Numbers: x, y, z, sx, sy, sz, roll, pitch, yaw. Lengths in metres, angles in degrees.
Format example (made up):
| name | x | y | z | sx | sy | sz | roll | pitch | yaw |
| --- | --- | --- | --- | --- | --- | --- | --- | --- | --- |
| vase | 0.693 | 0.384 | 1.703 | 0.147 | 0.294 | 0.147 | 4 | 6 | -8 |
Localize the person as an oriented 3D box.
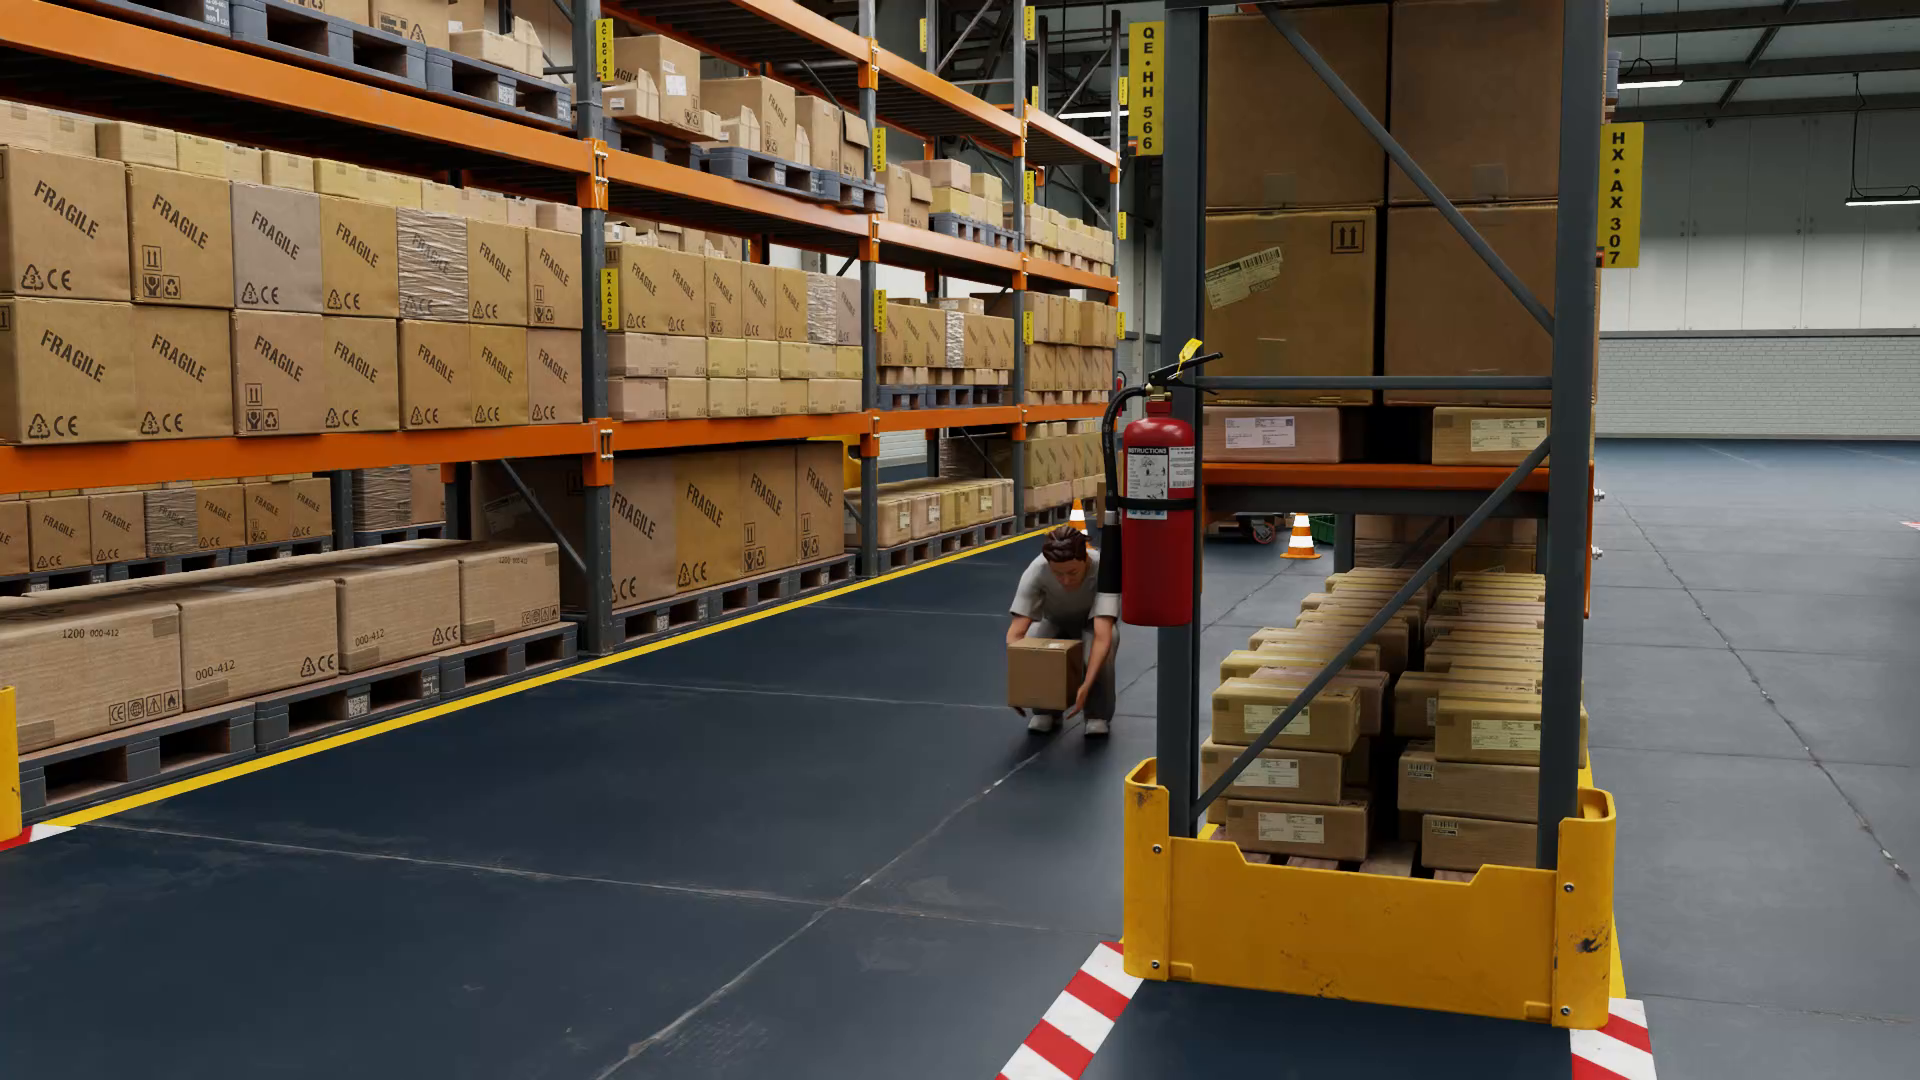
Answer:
| name | x | y | z | sx | sy | sz | roll | pitch | yaw |
| --- | --- | --- | --- | --- | --- | --- | --- | --- | --- |
| person | 0.469 | 0.381 | 7.134 | 0.488 | 0.935 | 0.803 | 2 | 6 | 19 |
